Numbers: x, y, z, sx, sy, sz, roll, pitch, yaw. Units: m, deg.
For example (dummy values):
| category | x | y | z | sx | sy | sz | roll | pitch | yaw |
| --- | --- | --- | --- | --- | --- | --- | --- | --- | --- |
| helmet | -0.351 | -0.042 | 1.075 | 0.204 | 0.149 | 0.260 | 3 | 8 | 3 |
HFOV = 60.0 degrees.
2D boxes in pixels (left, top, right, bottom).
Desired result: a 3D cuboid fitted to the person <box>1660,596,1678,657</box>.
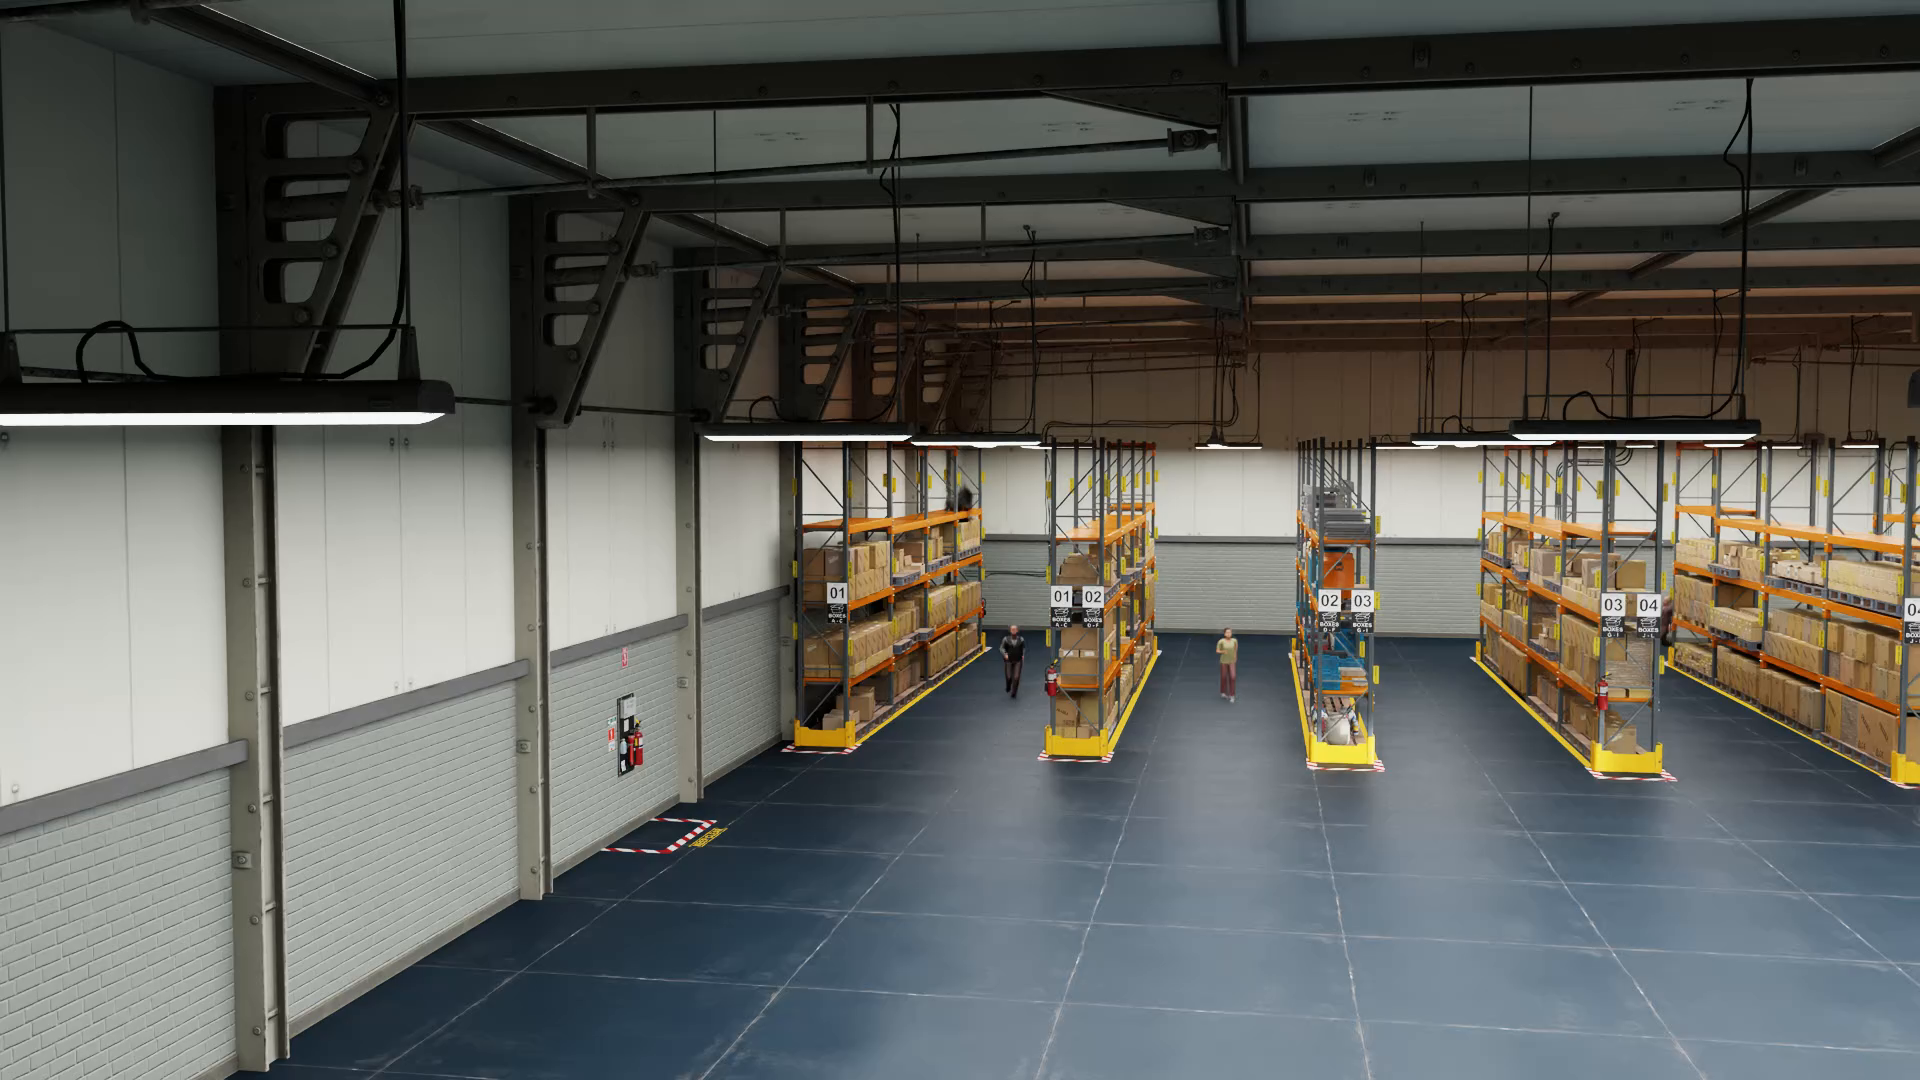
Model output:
| category | x | y | z | sx | sy | sz | roll | pitch | yaw |
| --- | --- | --- | --- | --- | --- | --- | --- | --- | --- |
| person | 19.344 | 2.407 | 45.709 | 1.087 | 1.724 | 0.767 | 0 | 3 | -5 |

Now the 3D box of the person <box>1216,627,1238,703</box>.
| category | x | y | z | sx | sy | sz | roll | pitch | yaw |
| --- | --- | --- | --- | --- | --- | --- | --- | --- | --- |
| person | 6.154 | 2.864 | 38.310 | 0.524 | 1.701 | 0.804 | 0 | 3 | 2 |

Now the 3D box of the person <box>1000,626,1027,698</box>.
| category | x | y | z | sx | sy | sz | roll | pitch | yaw |
| --- | --- | --- | --- | --- | --- | --- | --- | --- | --- |
| person | 1.255 | 2.830 | 38.791 | 0.647 | 1.677 | 0.580 | 0 | 3 | -2 |
